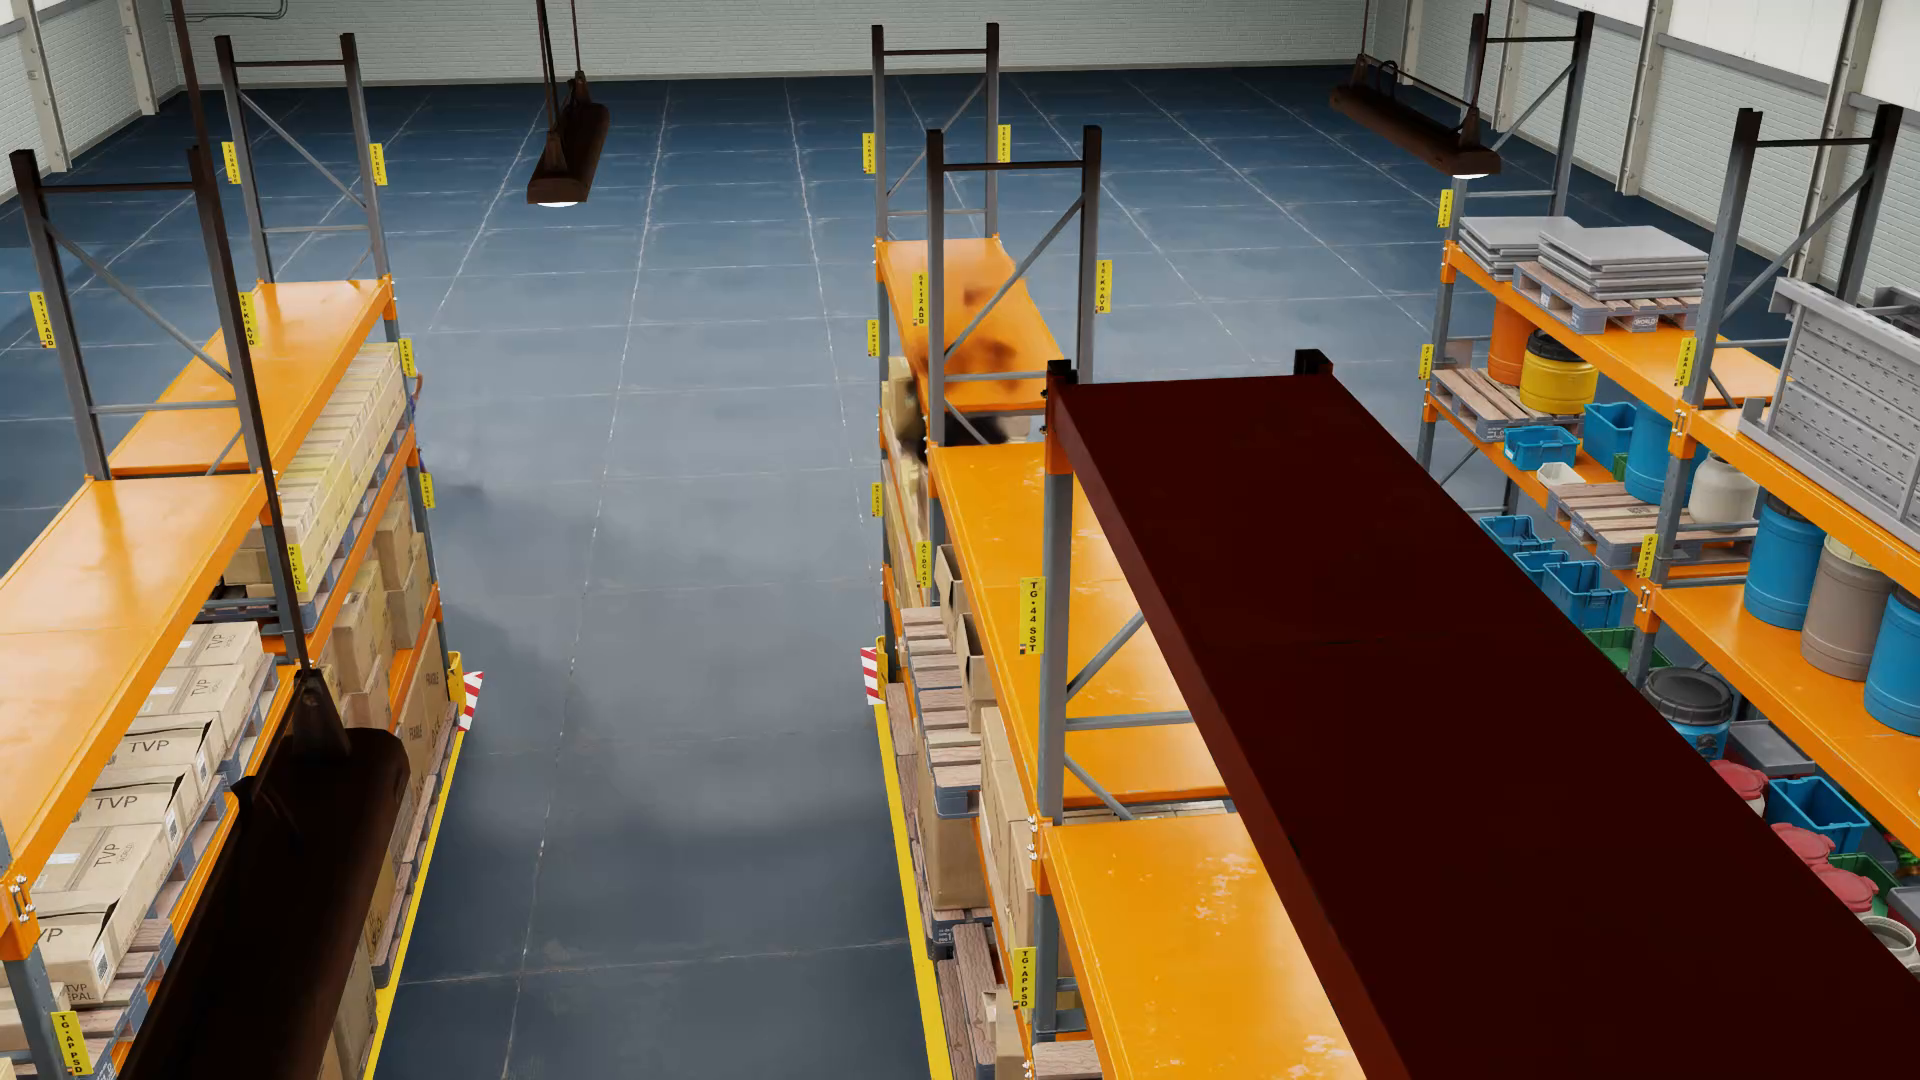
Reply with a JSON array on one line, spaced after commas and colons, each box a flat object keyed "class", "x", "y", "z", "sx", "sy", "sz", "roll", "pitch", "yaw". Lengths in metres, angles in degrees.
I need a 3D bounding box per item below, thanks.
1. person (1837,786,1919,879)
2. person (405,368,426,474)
[{"class": "person", "x": 6.993, "y": 1.786, "z": 12.645, "sx": 0.654, "sy": 1.776, "sz": 0.985, "roll": -11, "pitch": 28, "yaw": -21}, {"class": "person", "x": -6.777, "y": -1.592, "z": 19.950, "sx": 0.714, "sy": 1.613, "sz": 0.576, "roll": 11, "pitch": 28, "yaw": 22}]
